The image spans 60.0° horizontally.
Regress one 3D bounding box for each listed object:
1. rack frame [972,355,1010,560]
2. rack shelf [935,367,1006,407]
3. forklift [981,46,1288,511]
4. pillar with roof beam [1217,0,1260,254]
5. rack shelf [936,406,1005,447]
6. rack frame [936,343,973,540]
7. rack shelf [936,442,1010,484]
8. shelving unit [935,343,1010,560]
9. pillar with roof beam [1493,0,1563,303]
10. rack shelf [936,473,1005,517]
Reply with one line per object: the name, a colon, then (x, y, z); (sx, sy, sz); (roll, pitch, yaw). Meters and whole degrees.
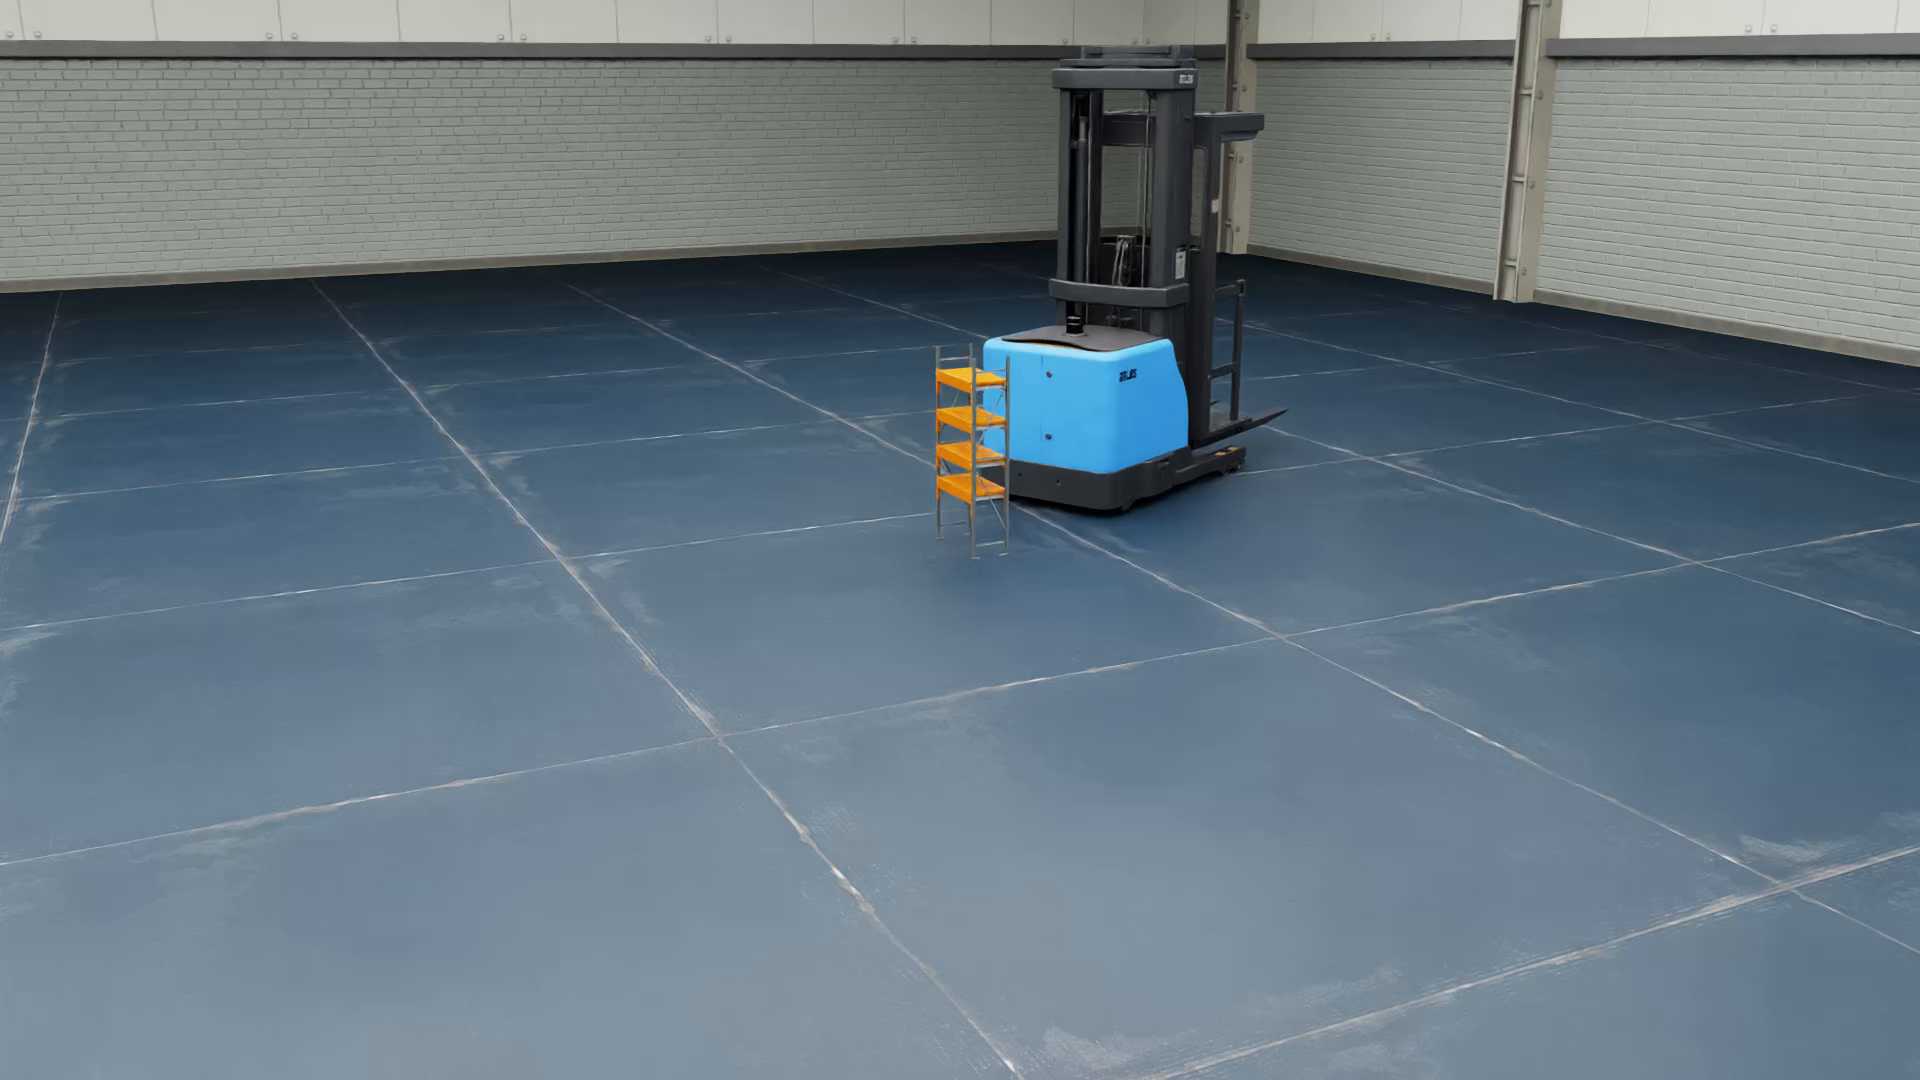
rack frame: (0.179, -0.475, 9.731); (0.240, 1.200, 0.015); (-8, 18, -25)
rack shelf: (0.073, -0.913, 9.834); (0.258, 0.148, 0.480); (-8, 18, -25)
forklift: (1.412, -1.943, 11.708); (1.130, 2.935, 3.031); (11, 20, 34)
pillar with roof beam: (0.353, -8.258, 22.714); (9.100, 9.000, 0.400); (-8, 18, -25)
rack shelf: (0.073, -0.686, 9.899); (0.258, 0.148, 0.480); (-8, 18, -25)
rack frame: (-0.034, -0.596, 10.153); (0.240, 1.200, 0.015); (-8, 18, -25)
rack shelf: (0.073, -0.471, 9.961); (0.258, 0.148, 0.480); (-8, 18, -25)
shelving unit: (0.073, -0.536, 9.942); (0.258, 1.200, 0.503); (-8, 18, -25)
pillar with roof beam: (2.982, -6.771, 17.530); (9.100, 9.000, 0.400); (-8, 18, -25)
rack shelf: (0.073, -0.280, 10.015); (0.258, 0.148, 0.480); (-8, 18, -25)
